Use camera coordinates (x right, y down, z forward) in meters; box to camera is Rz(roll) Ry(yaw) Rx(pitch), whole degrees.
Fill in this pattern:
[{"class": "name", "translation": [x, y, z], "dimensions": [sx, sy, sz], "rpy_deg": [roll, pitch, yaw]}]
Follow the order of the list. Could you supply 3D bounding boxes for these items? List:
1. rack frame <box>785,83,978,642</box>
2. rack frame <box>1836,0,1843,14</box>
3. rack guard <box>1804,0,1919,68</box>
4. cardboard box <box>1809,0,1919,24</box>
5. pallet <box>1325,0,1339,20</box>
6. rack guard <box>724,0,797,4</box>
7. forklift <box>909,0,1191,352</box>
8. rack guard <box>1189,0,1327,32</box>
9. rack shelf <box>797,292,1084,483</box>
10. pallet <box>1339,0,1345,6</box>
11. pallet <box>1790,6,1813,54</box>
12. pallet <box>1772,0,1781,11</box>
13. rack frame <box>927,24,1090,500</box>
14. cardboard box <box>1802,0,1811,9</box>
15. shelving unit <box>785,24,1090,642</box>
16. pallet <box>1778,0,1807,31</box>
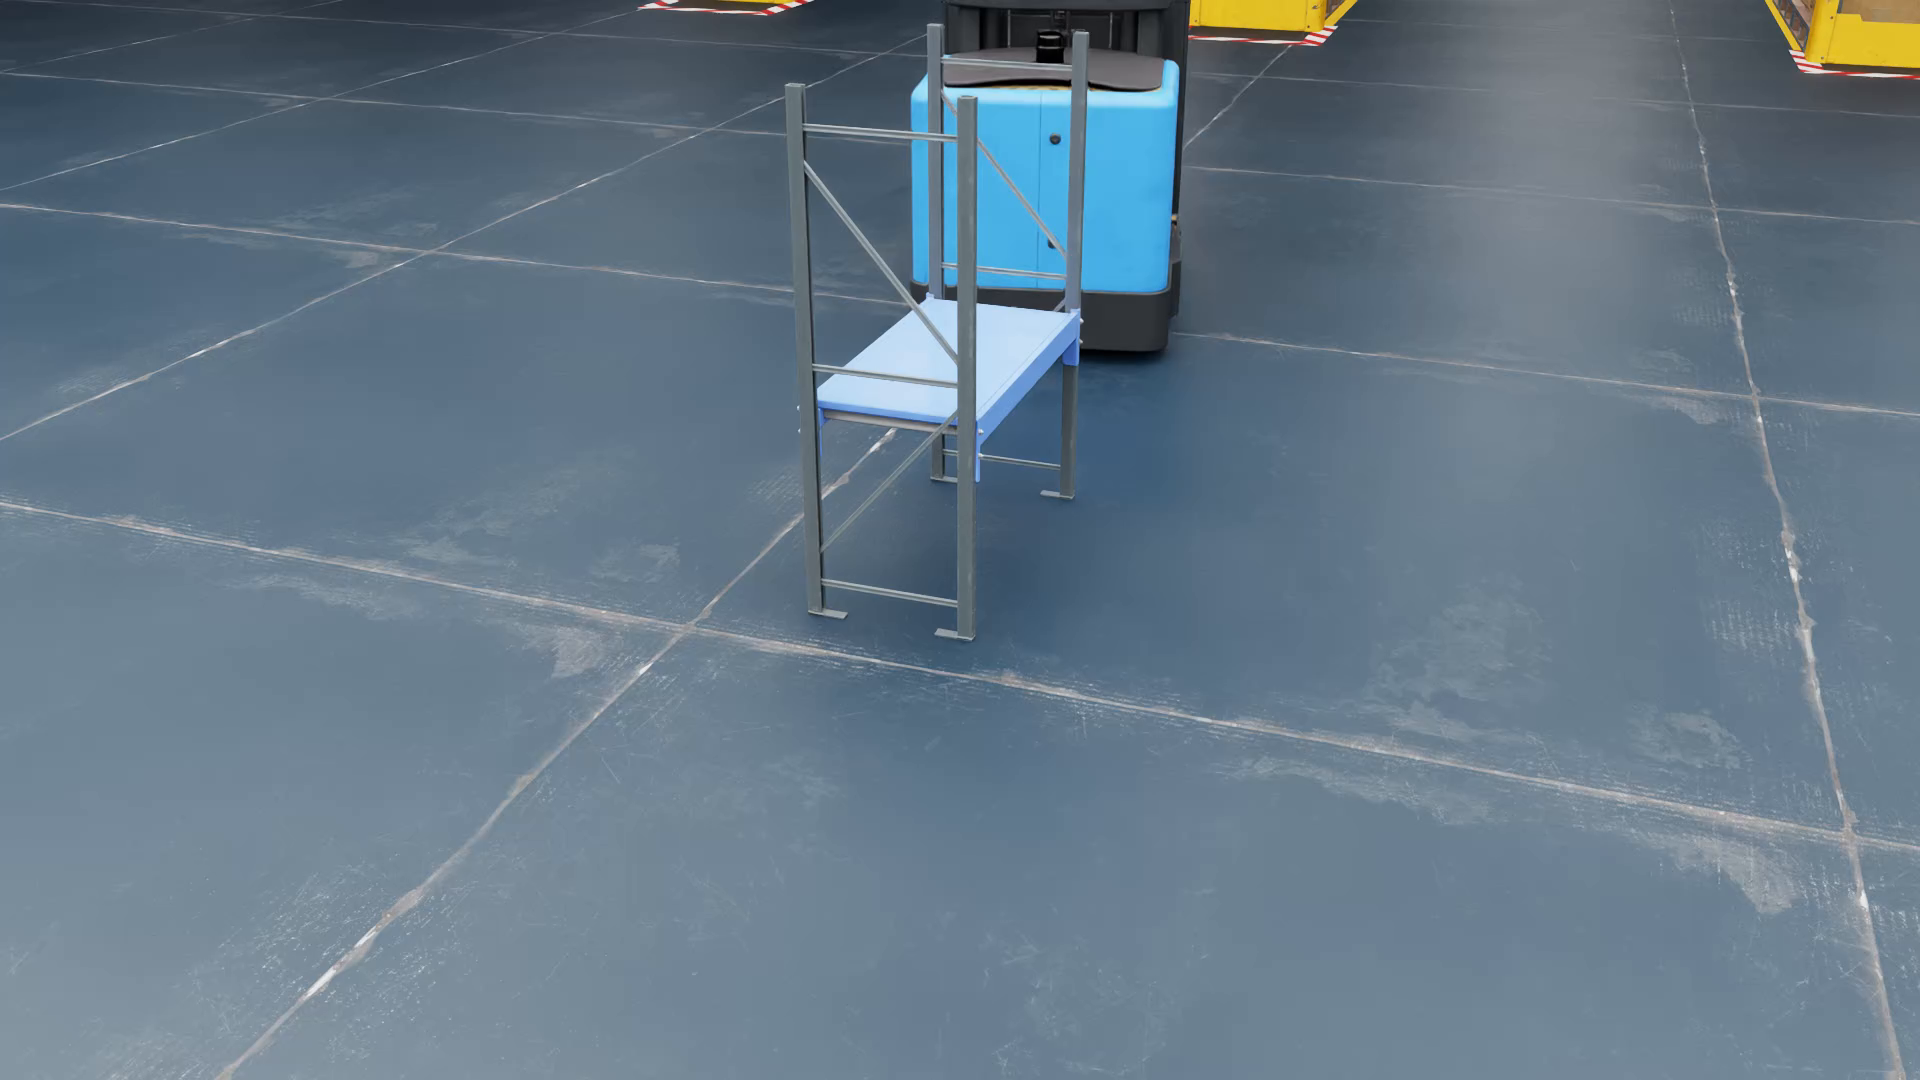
[{"class": "rack frame", "translation": [-0.198, -0.431, 4.419], "dimensions": [0.500, 1.500, 0.032], "rpy_deg": [9, 27, 17]}, {"class": "rack frame", "translation": [7.195, -5.052, 12.242], "dimensions": [1.000, 3.000, 0.127], "rpy_deg": [9, 27, 17]}, {"class": "rack guard", "translation": [7.187, -3.917, 12.766], "dimensions": [1.175, 0.500, 0.348], "rpy_deg": [9, 27, 17]}, {"class": "cardboard box", "translation": [7.359, -4.573, 13.209], "dimensions": [0.875, 0.875, 0.875], "rpy_deg": [9, 27, 18]}, {"class": "pallet", "translation": [2.881, -4.918, 15.164], "dimensions": [1.003, 0.211, 1.213], "rpy_deg": [9, 27, 17]}, {"class": "rack guard", "translation": [-2.138, -5.444, 15.920], "dimensions": [1.175, 0.500, 0.348], "rpy_deg": [9, 27, 17]}, {"class": "forklift", "translation": [0.500, -2.684, 7.431], "dimensions": [1.130, 2.935, 3.031], "rpy_deg": [3, 26, 7]}, {"class": "rack guard", "translation": [2.577, -4.719, 14.423], "dimensions": [1.175, 0.500, 0.348], "rpy_deg": [9, 27, 17]}, {"class": "rack shelf", "translation": [-0.028, -0.478, 4.929], "dimensions": [0.538, 0.185, 1.000], "rpy_deg": [9, 27, 17]}, {"class": "pallet", "translation": [3.288, -5.417, 16.196], "dimensions": [1.003, 0.211, 1.213], "rpy_deg": [9, 27, 17]}, {"class": "pallet", "translation": [7.388, -4.137, 13.552], "dimensions": [1.003, 0.211, 1.213], "rpy_deg": [9, 27, 17]}, {"class": "pallet", "translation": [8.200, -5.139, 15.623], "dimensions": [1.003, 0.211, 1.213], "rpy_deg": [9, 27, 17]}, {"class": "rack frame", "translation": [0.141, -0.849, 5.282], "dimensions": [0.500, 1.500, 0.032], "rpy_deg": [9, 27, 17]}, {"class": "cardboard box", "translation": [7.650, -4.935, 13.956], "dimensions": [0.875, 0.875, 0.875], "rpy_deg": [8, 27, 17]}, {"class": "shelving unit", "translation": [-0.028, -0.640, 4.851], "dimensions": [0.538, 1.500, 1.048], "rpy_deg": [9, 27, 17]}, {"class": "pallet", "translation": [7.795, -4.636, 14.584], "dimensions": [1.003, 0.211, 1.213], "rpy_deg": [9, 27, 17]}]
